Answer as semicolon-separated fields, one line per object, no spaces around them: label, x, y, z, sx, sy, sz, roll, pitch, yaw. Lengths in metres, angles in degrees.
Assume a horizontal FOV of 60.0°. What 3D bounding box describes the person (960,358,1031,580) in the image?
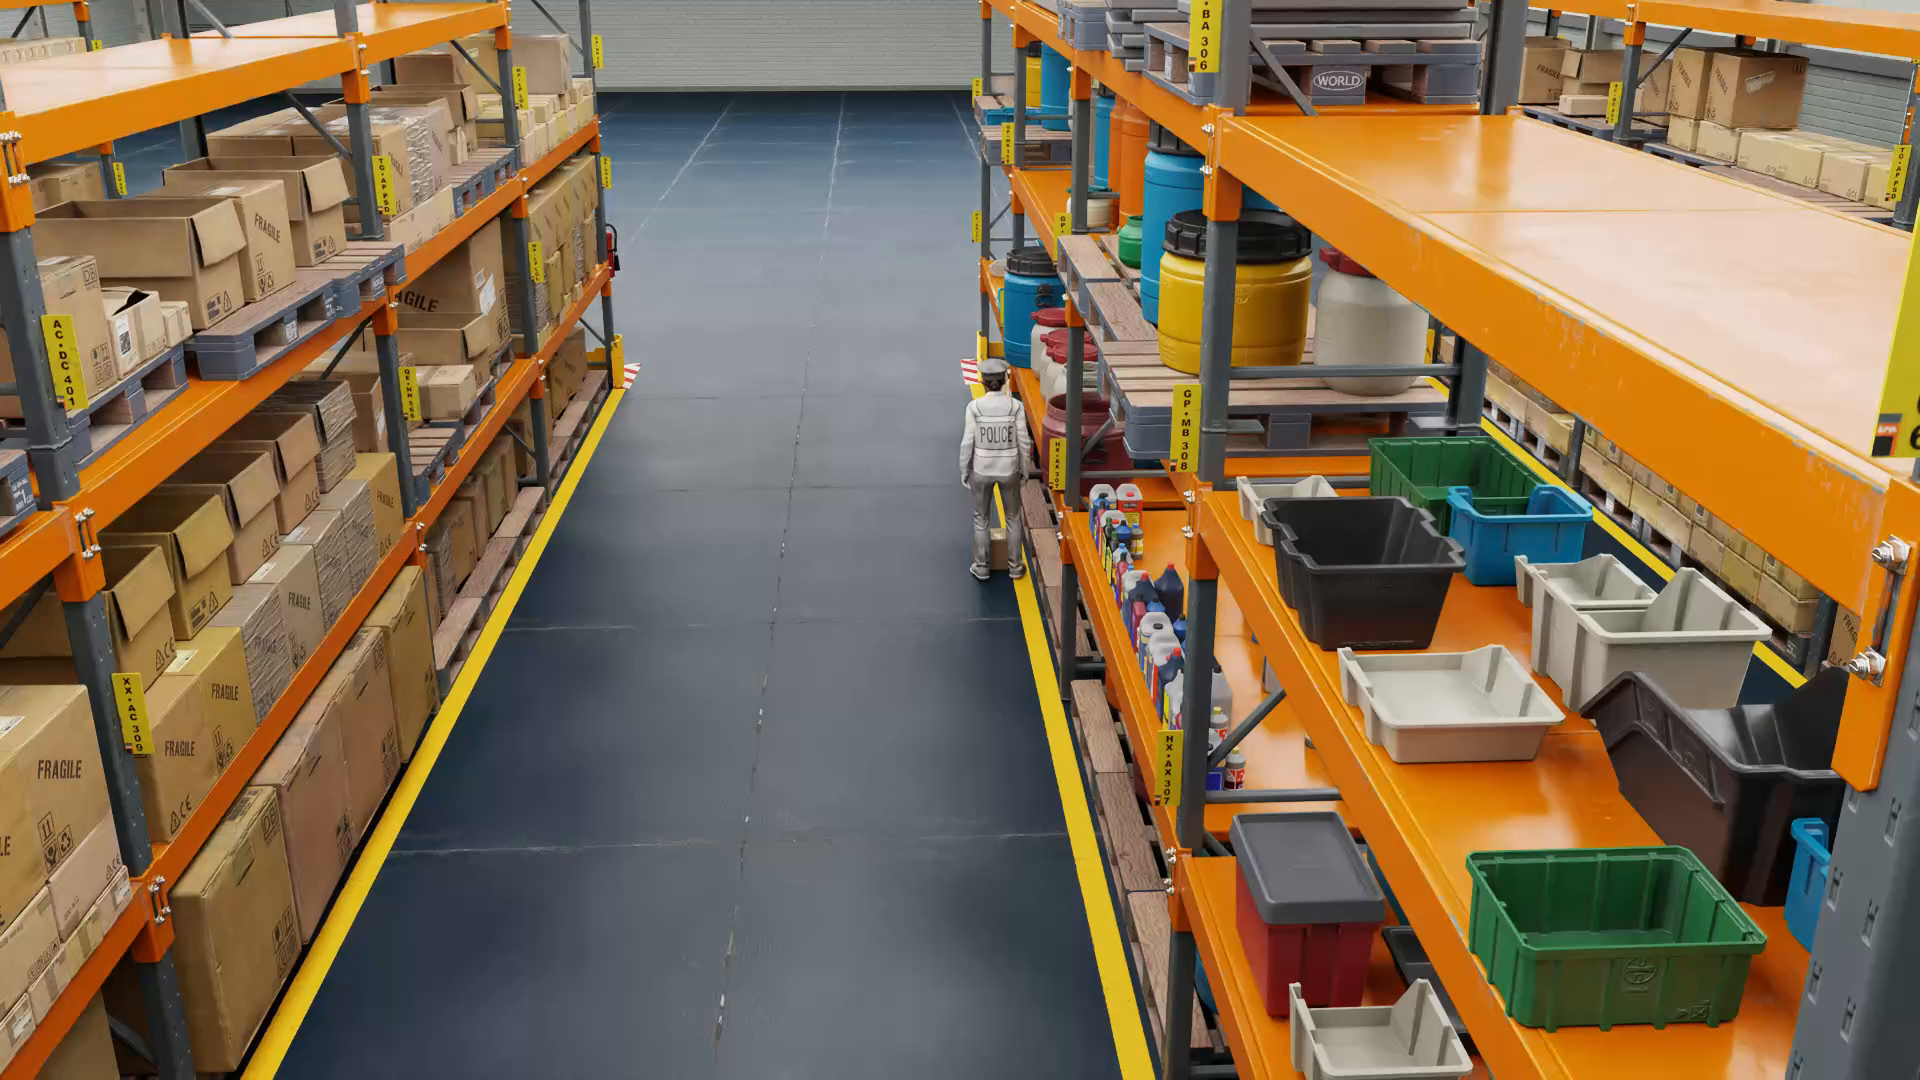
person;0.264;-0.507;12.428;0.529;1.663;0.371;-1;21;-3
